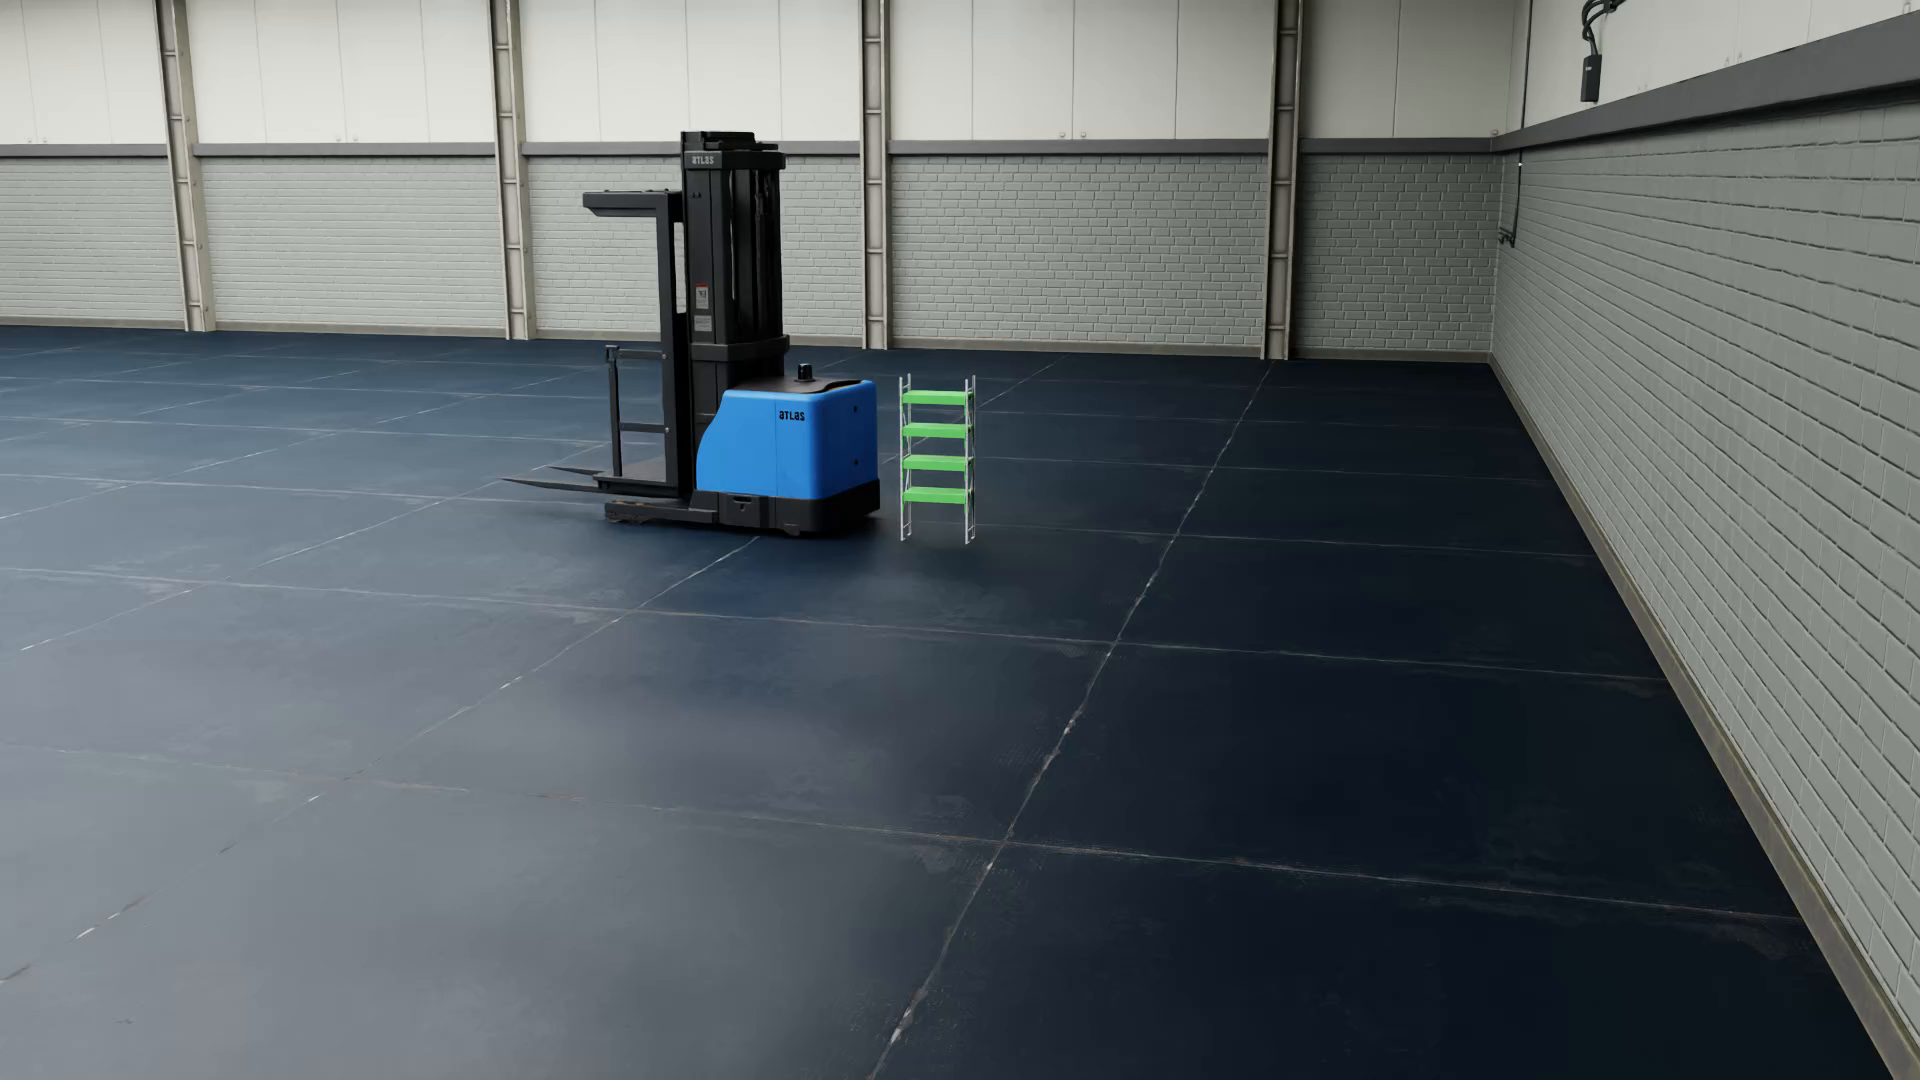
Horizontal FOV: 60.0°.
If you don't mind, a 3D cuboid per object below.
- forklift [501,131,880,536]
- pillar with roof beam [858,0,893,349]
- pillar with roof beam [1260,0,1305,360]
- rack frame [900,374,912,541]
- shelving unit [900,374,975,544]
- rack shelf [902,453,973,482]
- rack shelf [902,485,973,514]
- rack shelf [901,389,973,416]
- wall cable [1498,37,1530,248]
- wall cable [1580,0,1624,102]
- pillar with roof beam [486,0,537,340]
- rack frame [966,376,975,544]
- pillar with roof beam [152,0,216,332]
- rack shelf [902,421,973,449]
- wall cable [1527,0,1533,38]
[{"bbox_3d":[-2.191,-1.646,12.886,3.031,2.935,1.130,5,14,23],"label":"forklift"},{"bbox_3d":[-2.294,-6.430,20.438,0.400,9.000,9.100,3,13,14],"label":"pillar with roof beam"},{"bbox_3d":[3.531,-6.118,19.035,0.400,9.000,9.100,3,13,14],"label":"pillar with roof beam"},{"bbox_3d":[-0.398,-0.607,12.200,0.015,1.200,0.240,3,13,14],"label":"rack frame"},{"bbox_3d":[-0.161,-0.594,12.143,0.503,1.200,0.258,3,13,14],"label":"shelving unit"},{"bbox_3d":[-0.161,-0.532,12.156,0.480,0.148,0.258,3,13,14],"label":"rack shelf"},{"bbox_3d":[-0.161,-0.298,12.208,0.480,0.148,0.258,3,13,14],"label":"rack shelf"},{"bbox_3d":[-0.161,-1.001,12.052,0.480,0.148,0.258,3,13,14],"label":"rack shelf"},{"bbox_3d":[7.106,-5.077,21.509,0.112,2.526,3.097,3,13,14],"label":"wall cable"},{"bbox_3d":[4.816,-6.257,11.810,0.169,6.003,2.305,3,13,14],"label":"wall cable"},{"bbox_3d":[-8.119,-6.741,21.842,0.400,9.000,9.100,3,13,14],"label":"pillar with roof beam"},{"bbox_3d":[0.076,-0.582,12.085,0.015,1.200,0.240,3,13,14],"label":"rack frame"},{"bbox_3d":[-13.944,-7.052,23.245,0.400,9.000,9.100,3,13,14],"label":"pillar with roof beam"},{"bbox_3d":[-0.161,-0.766,12.104,0.480,0.148,0.258,3,13,14],"label":"rack shelf"},{"bbox_3d":[6.458,-6.973,18.398,0.112,2.526,3.097,3,13,14],"label":"wall cable"}]
